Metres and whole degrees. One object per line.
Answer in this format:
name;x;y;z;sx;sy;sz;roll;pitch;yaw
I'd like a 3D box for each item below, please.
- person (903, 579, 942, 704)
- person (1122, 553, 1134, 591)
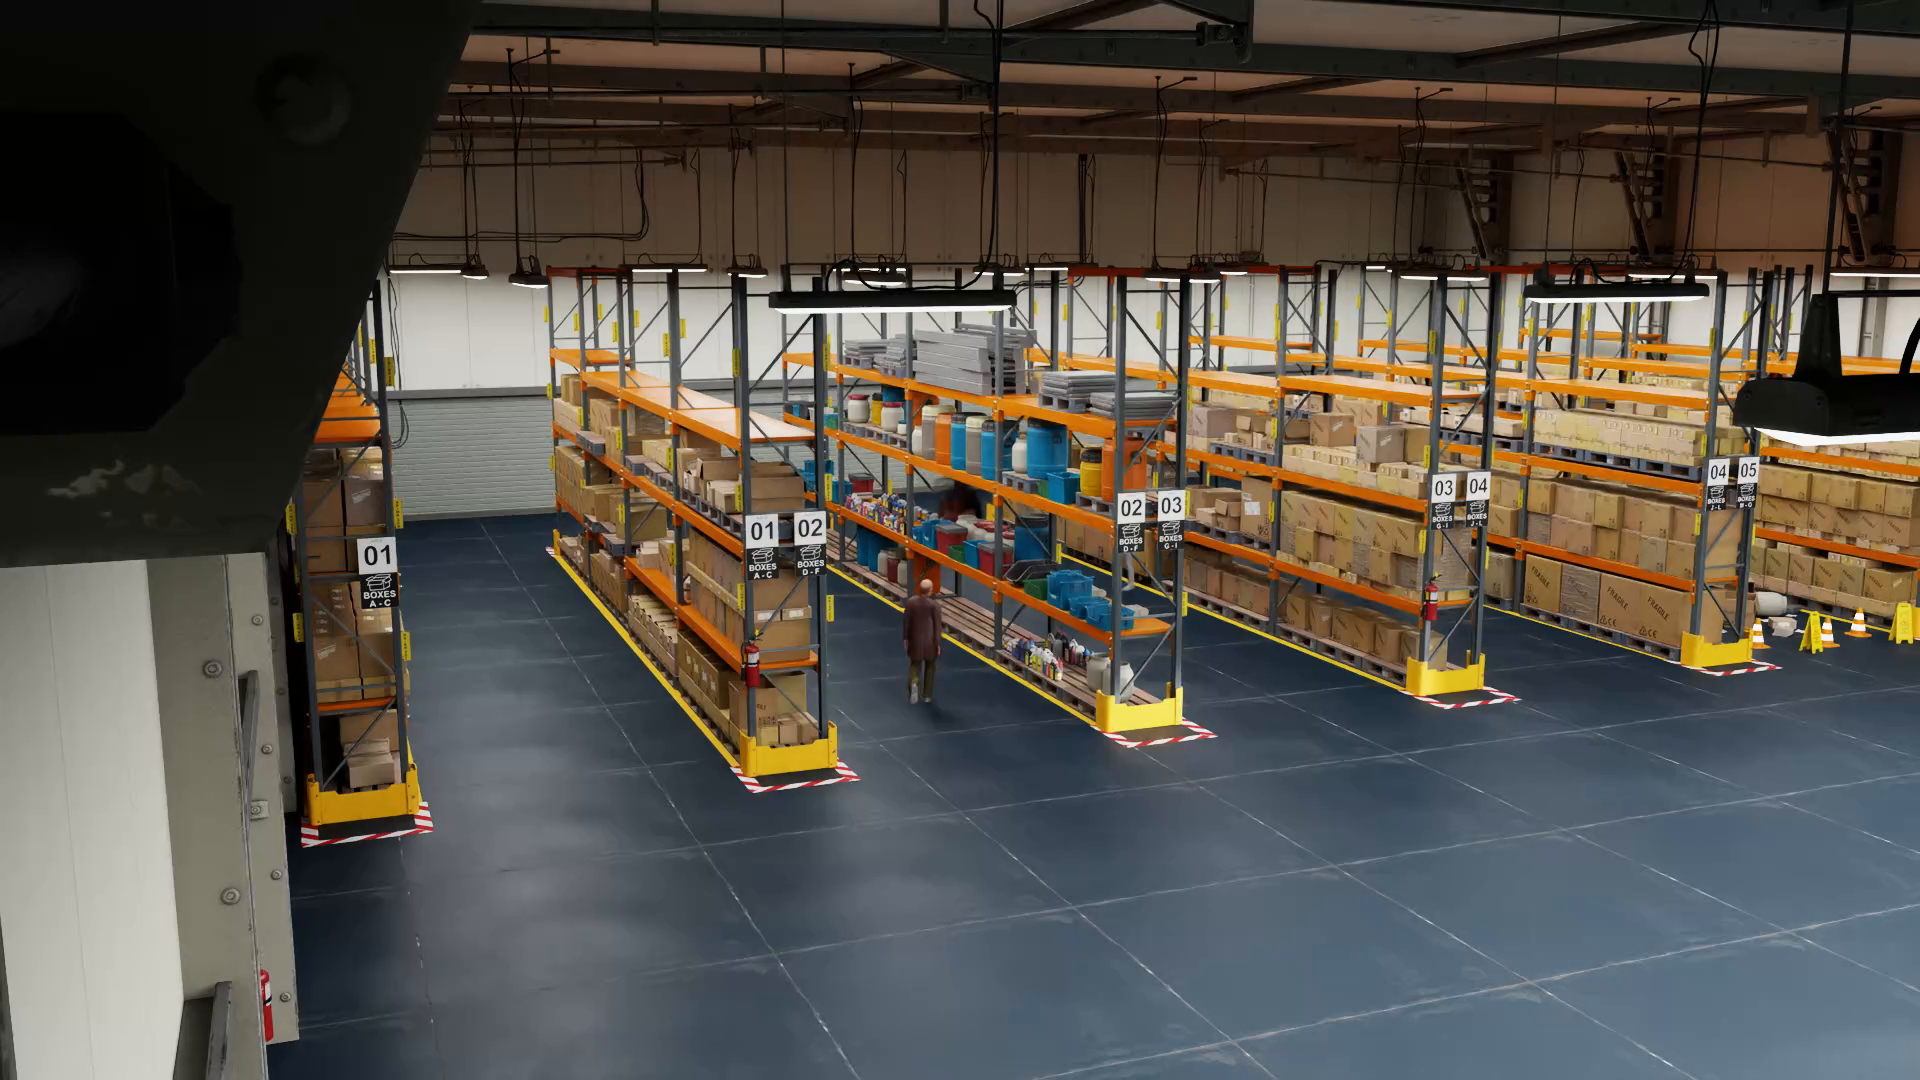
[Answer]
person;-0.534;1.431;23.276;0.586;1.765;0.779;2;10;11
person;2.906;0.048;29.869;0.491;1.670;0.392;6;12;32
